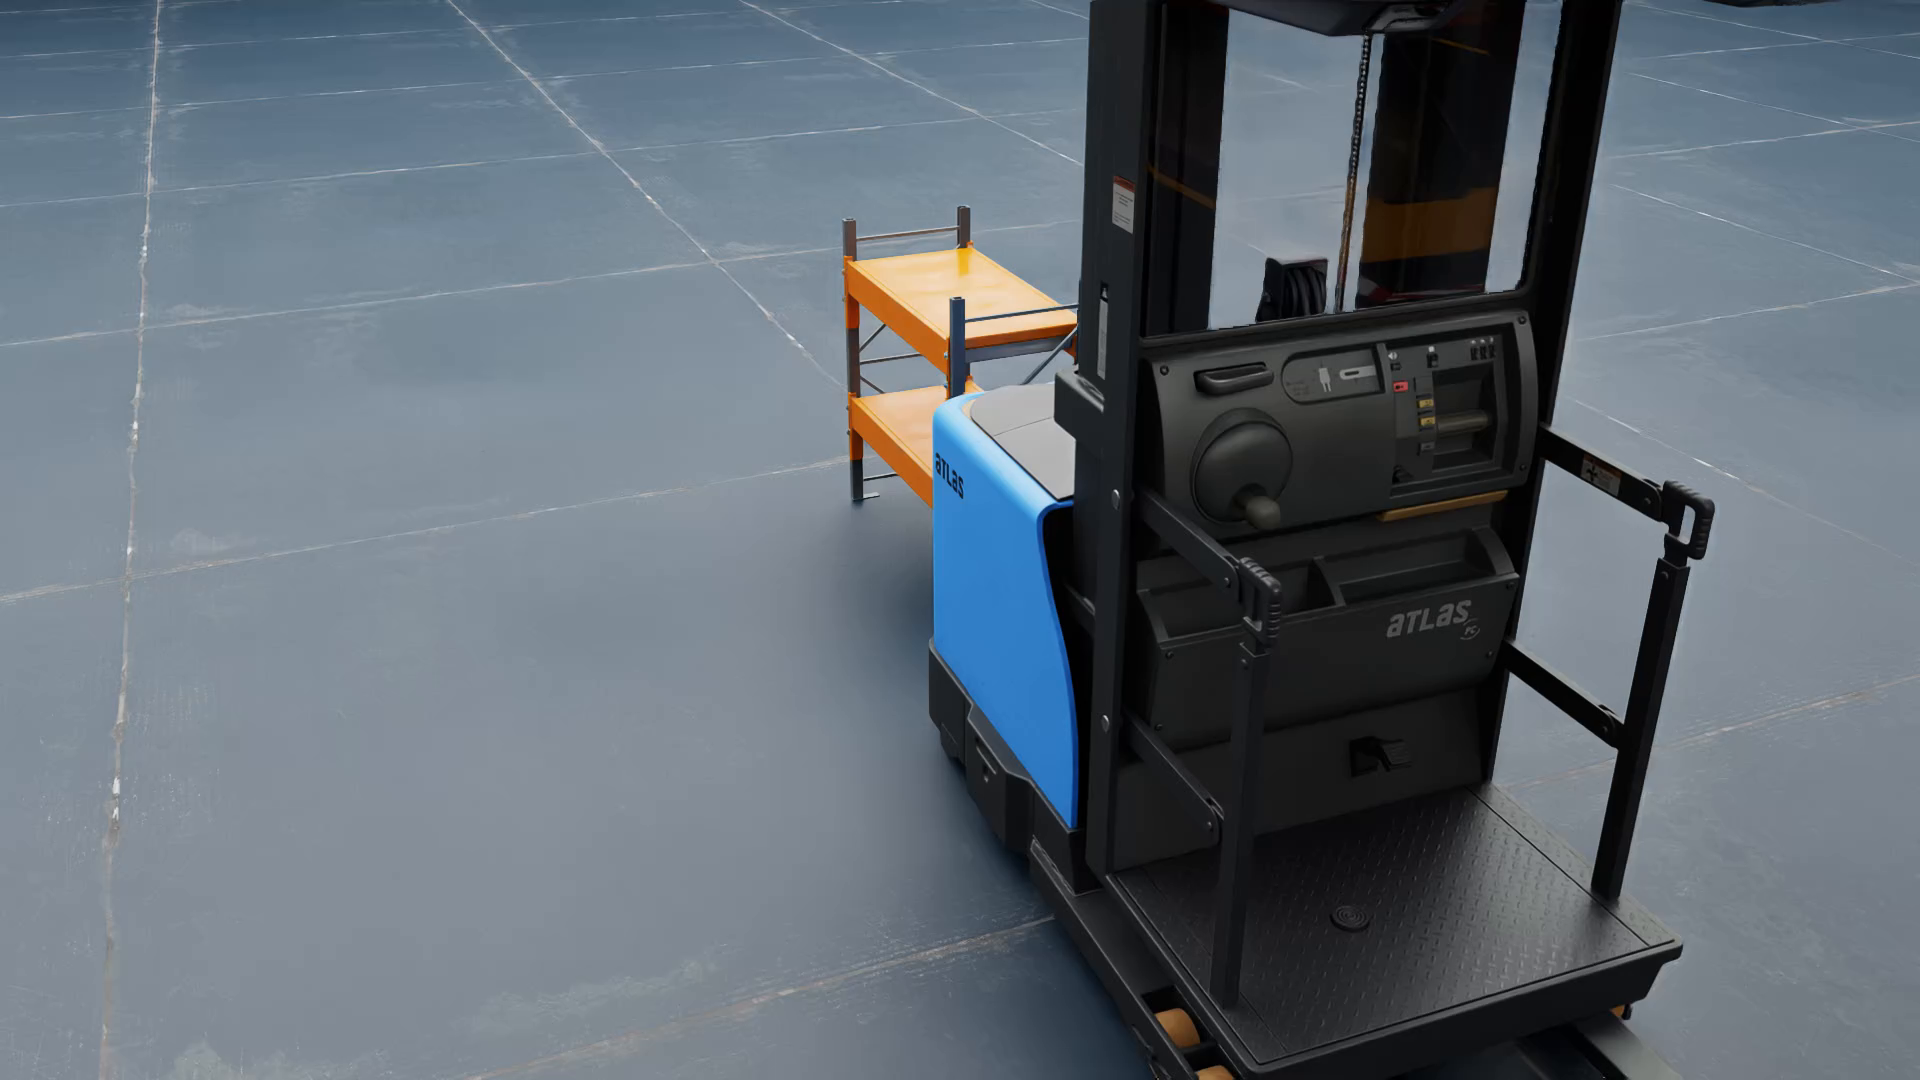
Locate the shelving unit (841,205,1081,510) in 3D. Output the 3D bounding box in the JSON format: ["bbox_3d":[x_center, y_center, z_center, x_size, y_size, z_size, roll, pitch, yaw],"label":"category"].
[{"bbox_3d":[0.003,-0.503,5.998,0.538,1.125,1.048,-11,28,-21],"label":"shelving unit"}]

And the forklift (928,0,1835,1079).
[{"bbox_3d":[0.913,-0.223,3.366,1.130,2.935,3.031,-10,28,-19],"label":"forklift"}]

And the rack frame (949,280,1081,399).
[{"bbox_3d":[0.202,-0.298,5.577,0.500,1.125,0.032,-11,28,-21],"label":"rack frame"}]

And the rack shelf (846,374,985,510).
[{"bbox_3d":[0.003,-0.283,6.105,0.538,0.278,1.000,-11,28,-21],"label":"rack shelf"}]

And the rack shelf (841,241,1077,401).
[{"bbox_3d":[0.003,-0.766,5.869,0.538,0.278,1.000,-11,28,-21],"label":"rack shelf"}]

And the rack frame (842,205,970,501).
[{"bbox_3d":[-0.196,-0.708,6.418,0.500,1.125,0.032,-11,28,-21],"label":"rack frame"}]
